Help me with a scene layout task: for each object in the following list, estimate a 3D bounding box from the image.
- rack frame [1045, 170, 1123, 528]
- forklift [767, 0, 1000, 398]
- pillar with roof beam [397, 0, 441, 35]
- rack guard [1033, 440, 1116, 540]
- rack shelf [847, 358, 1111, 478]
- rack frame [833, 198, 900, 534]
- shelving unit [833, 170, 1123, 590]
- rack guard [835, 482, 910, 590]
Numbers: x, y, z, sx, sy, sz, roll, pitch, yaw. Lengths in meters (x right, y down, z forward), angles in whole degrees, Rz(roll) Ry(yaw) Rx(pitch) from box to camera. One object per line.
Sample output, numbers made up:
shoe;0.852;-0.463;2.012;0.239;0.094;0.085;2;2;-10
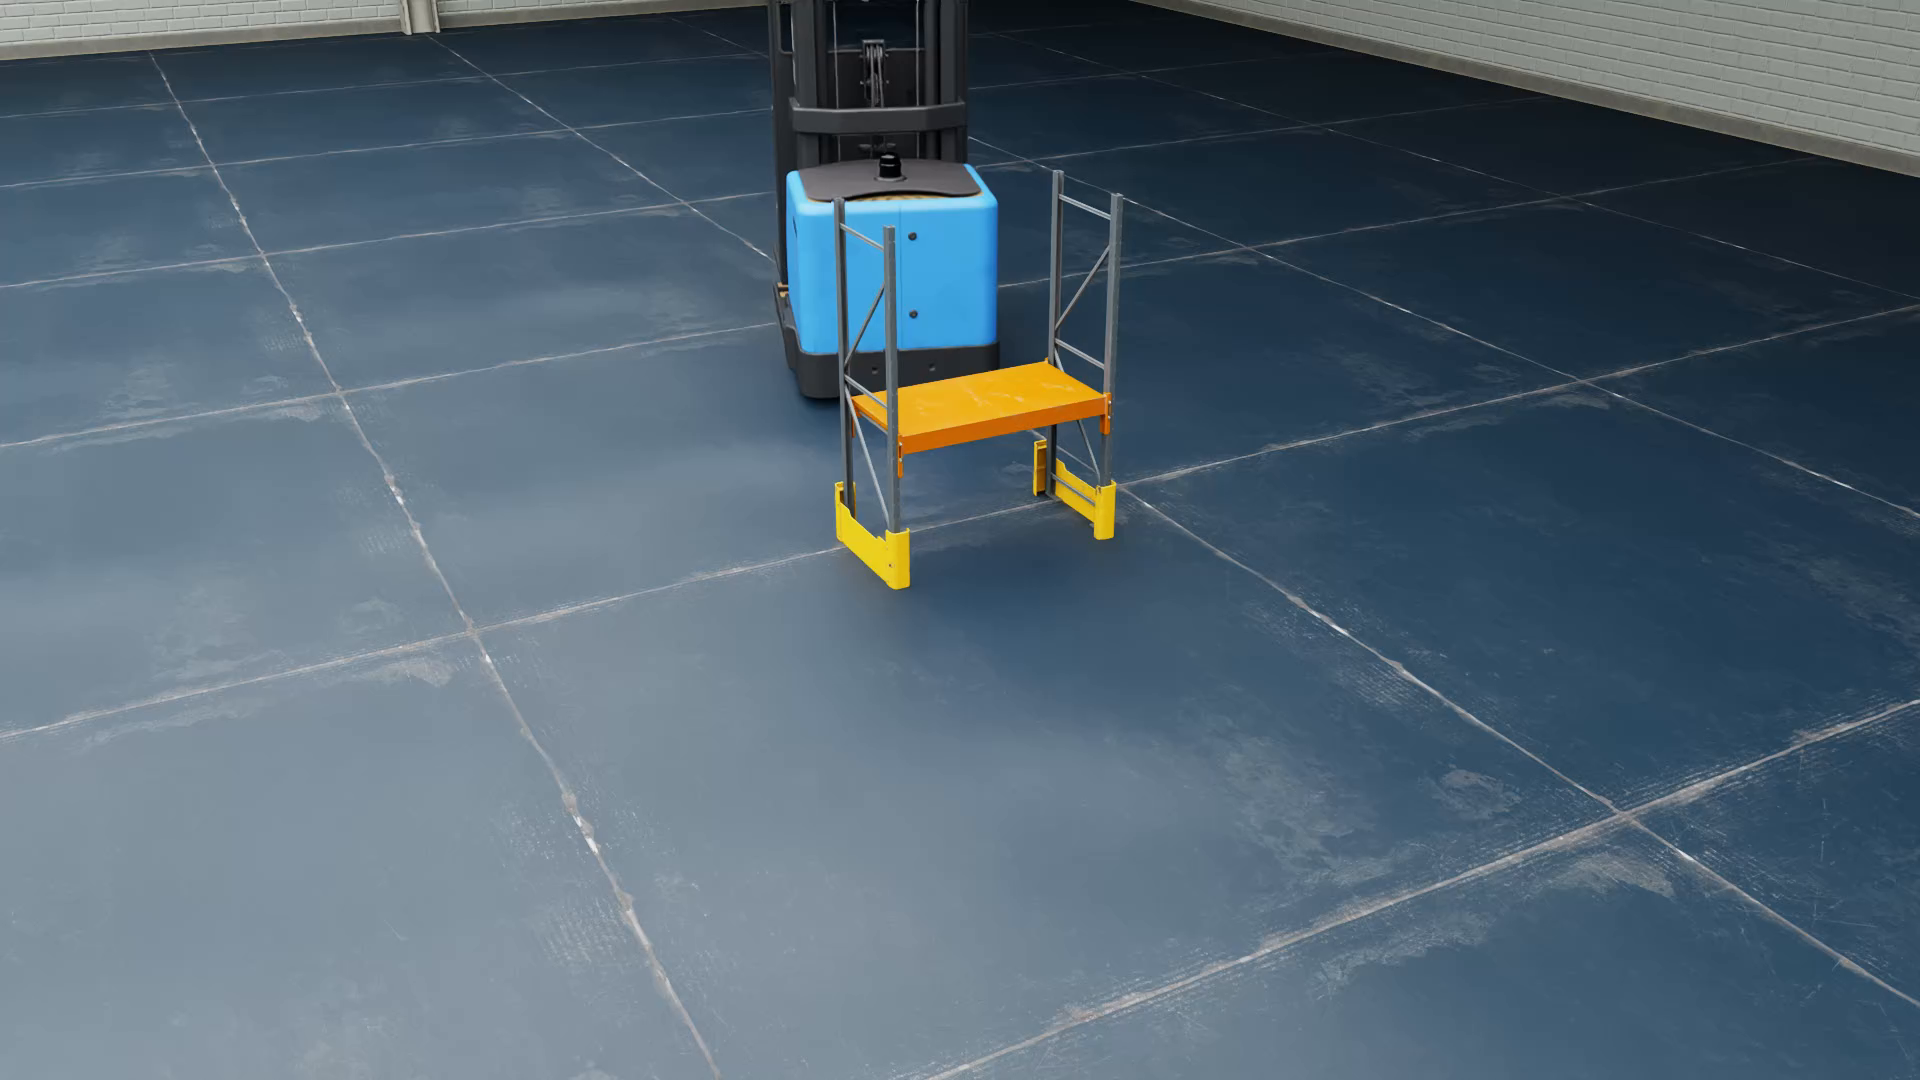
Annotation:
rack frame;0.524;-0.797;7.177;0.032;1.500;0.500;-13;29;-25
forklift;-0.541;-2.667;9.418;1.130;2.935;3.031;-4;26;-8
pillar with roof beam;-4.444;-8.517;14.592;0.400;9.000;9.100;-13;29;-25
rack guard;0.507;-0.230;7.439;0.087;0.250;0.587;-13;29;-25
rack shelf;0.075;-0.531;7.039;1.000;0.185;0.538;-13;29;-25
rack frame;-0.373;-0.590;6.746;0.032;1.500;0.500;-13;29;-25
shelving unit;0.067;-0.692;6.958;1.083;1.500;0.587;-13;29;-25
rack guard;-0.372;-0.027;7.017;0.087;0.250;0.587;-13;29;-25
